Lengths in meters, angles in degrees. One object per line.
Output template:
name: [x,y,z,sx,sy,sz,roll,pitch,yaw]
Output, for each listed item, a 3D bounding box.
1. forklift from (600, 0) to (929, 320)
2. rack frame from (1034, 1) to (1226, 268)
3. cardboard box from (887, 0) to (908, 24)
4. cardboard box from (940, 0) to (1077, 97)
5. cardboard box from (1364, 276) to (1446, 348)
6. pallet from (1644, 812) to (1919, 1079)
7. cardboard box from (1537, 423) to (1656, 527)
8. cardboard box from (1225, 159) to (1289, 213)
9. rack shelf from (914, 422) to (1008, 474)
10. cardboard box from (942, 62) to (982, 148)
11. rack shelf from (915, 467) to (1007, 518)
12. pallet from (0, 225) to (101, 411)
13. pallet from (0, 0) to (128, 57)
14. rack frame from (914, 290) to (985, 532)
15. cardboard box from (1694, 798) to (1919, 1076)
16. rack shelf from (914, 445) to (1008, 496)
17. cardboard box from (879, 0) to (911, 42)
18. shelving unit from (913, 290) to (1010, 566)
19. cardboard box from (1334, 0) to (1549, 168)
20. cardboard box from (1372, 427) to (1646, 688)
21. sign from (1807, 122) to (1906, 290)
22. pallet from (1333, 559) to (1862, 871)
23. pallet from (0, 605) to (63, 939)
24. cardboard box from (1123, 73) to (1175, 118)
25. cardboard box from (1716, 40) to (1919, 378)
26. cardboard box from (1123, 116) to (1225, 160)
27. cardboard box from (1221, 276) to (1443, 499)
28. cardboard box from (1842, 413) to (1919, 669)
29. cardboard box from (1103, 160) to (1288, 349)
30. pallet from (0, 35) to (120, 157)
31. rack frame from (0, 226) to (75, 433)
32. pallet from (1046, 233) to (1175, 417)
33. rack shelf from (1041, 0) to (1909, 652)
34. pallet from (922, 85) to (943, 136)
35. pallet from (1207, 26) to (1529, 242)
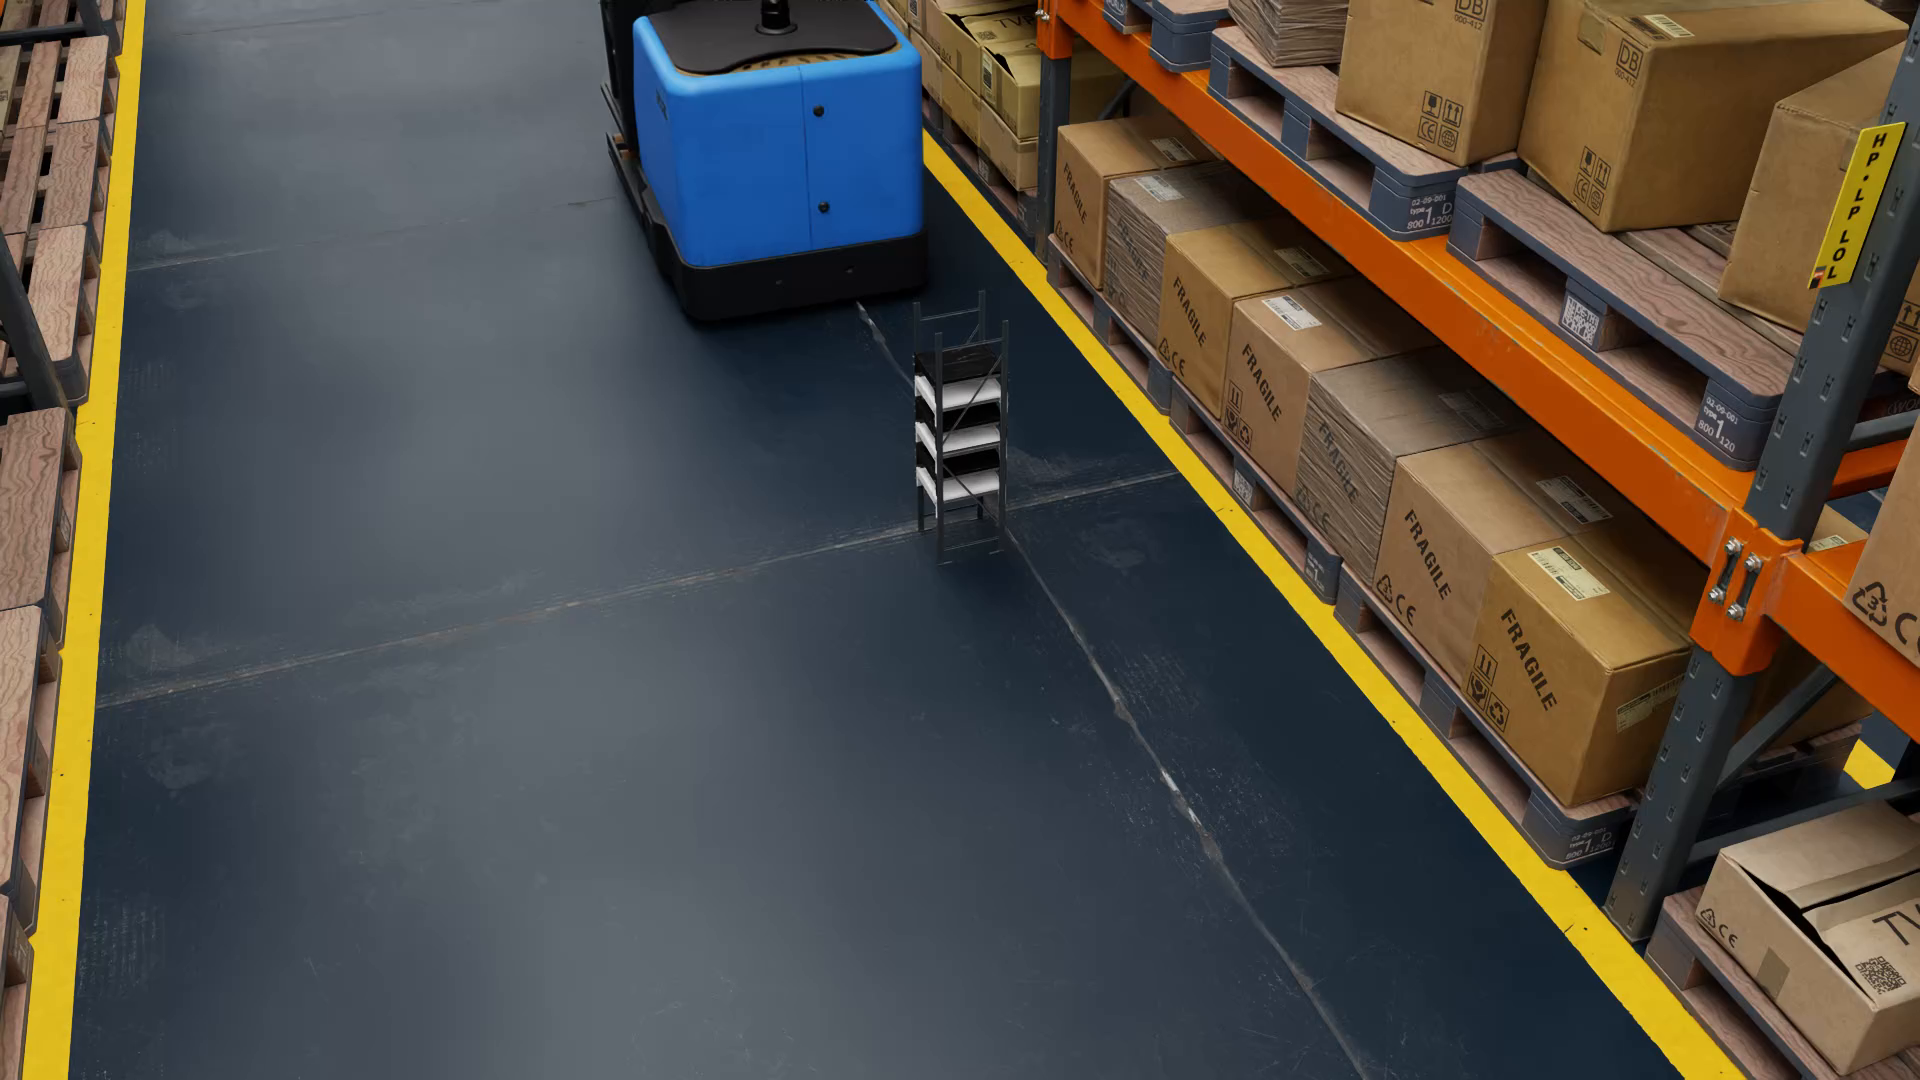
forklift: [-1.093,-2.960,7.244,1.130,2.935,3.031,-12,39,-15]
rack frame: [0.824,-2.537,6.625,1.000,3.000,0.127,-12,39,-16]
cardboard box: [-0.114,-2.937,8.626,0.500,0.311,0.500,-11,38,-15]
cardboard box: [0.227,-2.367,7.870,0.500,0.311,0.500,-13,39,-17]
cardboard box: [1.730,-0.647,5.828,0.500,0.500,0.500,-14,39,-18]
pallet: [2.436,1.225,3.949,1.003,0.211,1.213,-12,39,-16]
cardboard box: [2.069,-0.077,5.071,0.500,0.500,0.500,-12,39,-15]
cardboard box: [1.366,-1.234,6.608,0.500,0.500,0.500,-11,38,-14]
rack shelf: [0.003,-0.328,5.493,0.258,0.077,0.200,-12,39,-16]
cardboard box: [0.233,-2.143,8.039,0.500,0.250,0.500,-13,39,-16]
rack shelf: [0.003,-0.184,5.602,0.258,0.077,0.200,-12,39,-16]
pallet: [-4.058,-0.845,6.697,1.003,0.211,1.213,-12,39,-16]
pallet: [-5.397,-3.047,9.620,1.003,0.211,1.213,-12,39,-16]
rack frame: [-0.032,-0.412,5.549,0.240,0.900,0.006,-12,39,-16]
cardboard box: [2.142,0.903,3.927,0.500,0.311,0.500,-12,39,-16]
rack shelf: [0.003,-0.256,5.547,0.258,0.077,0.200,-12,39,-16]
cardboard box: [-0.117,-2.718,8.802,0.500,0.250,0.500,-12,39,-15]
shelving unit: [0.003,-0.355,5.473,0.258,0.900,0.210,-12,39,-16]
cardboard box: [1.534,-1.470,4.777,0.700,0.500,0.500,-23,43,-27]
cardboard box: [1.599,0.045,4.909,0.500,0.500,0.500,-12,39,-16]
sign: [1.680,-0.623,3.121,0.100,0.325,0.005,-12,39,-16]
pallet: [1.885,0.385,5.064,1.003,0.211,1.213,-12,39,-16]
pallet: [-3.102,0.725,4.612,1.003,0.211,1.213,-12,39,-16]
cardboard box: [0.919,-2.187,7.631,0.500,0.311,0.500,-11,38,-14]
cardboard box: [2.247,-0.799,3.885,0.700,0.500,0.500,-26,44,-31]
cardboard box: [0.919,-1.963,7.799,0.500,0.250,0.500,-13,39,-16]
cardboard box: [1.250,-0.525,5.666,0.500,0.500,0.500,-14,39,-17]
cardboard box: [2.120,0.027,3.138,0.500,0.500,0.500,-11,38,-15]
cardboard box: [0.898,-1.103,6.434,0.500,0.500,0.500,-14,39,-18]
pallet: [-4.898,-2.224,8.527,1.003,0.211,1.213,-12,39,-16]
rack frame: [-3.828,-1.513,5.266,1.000,3.000,0.127,-12,39,-16]
pallet: [1.045,-0.993,6.894,1.003,0.211,1.213,-12,39,-16]
rack shelf: [1.512,-1.120,5.341,1.077,0.370,4.000,-12,39,-16]
pallet: [0.161,-2.584,9.005,1.003,0.211,1.213,-12,39,-16]
pallet: [1.497,-1.363,5.225,1.003,0.211,1.213,-12,39,-16]
